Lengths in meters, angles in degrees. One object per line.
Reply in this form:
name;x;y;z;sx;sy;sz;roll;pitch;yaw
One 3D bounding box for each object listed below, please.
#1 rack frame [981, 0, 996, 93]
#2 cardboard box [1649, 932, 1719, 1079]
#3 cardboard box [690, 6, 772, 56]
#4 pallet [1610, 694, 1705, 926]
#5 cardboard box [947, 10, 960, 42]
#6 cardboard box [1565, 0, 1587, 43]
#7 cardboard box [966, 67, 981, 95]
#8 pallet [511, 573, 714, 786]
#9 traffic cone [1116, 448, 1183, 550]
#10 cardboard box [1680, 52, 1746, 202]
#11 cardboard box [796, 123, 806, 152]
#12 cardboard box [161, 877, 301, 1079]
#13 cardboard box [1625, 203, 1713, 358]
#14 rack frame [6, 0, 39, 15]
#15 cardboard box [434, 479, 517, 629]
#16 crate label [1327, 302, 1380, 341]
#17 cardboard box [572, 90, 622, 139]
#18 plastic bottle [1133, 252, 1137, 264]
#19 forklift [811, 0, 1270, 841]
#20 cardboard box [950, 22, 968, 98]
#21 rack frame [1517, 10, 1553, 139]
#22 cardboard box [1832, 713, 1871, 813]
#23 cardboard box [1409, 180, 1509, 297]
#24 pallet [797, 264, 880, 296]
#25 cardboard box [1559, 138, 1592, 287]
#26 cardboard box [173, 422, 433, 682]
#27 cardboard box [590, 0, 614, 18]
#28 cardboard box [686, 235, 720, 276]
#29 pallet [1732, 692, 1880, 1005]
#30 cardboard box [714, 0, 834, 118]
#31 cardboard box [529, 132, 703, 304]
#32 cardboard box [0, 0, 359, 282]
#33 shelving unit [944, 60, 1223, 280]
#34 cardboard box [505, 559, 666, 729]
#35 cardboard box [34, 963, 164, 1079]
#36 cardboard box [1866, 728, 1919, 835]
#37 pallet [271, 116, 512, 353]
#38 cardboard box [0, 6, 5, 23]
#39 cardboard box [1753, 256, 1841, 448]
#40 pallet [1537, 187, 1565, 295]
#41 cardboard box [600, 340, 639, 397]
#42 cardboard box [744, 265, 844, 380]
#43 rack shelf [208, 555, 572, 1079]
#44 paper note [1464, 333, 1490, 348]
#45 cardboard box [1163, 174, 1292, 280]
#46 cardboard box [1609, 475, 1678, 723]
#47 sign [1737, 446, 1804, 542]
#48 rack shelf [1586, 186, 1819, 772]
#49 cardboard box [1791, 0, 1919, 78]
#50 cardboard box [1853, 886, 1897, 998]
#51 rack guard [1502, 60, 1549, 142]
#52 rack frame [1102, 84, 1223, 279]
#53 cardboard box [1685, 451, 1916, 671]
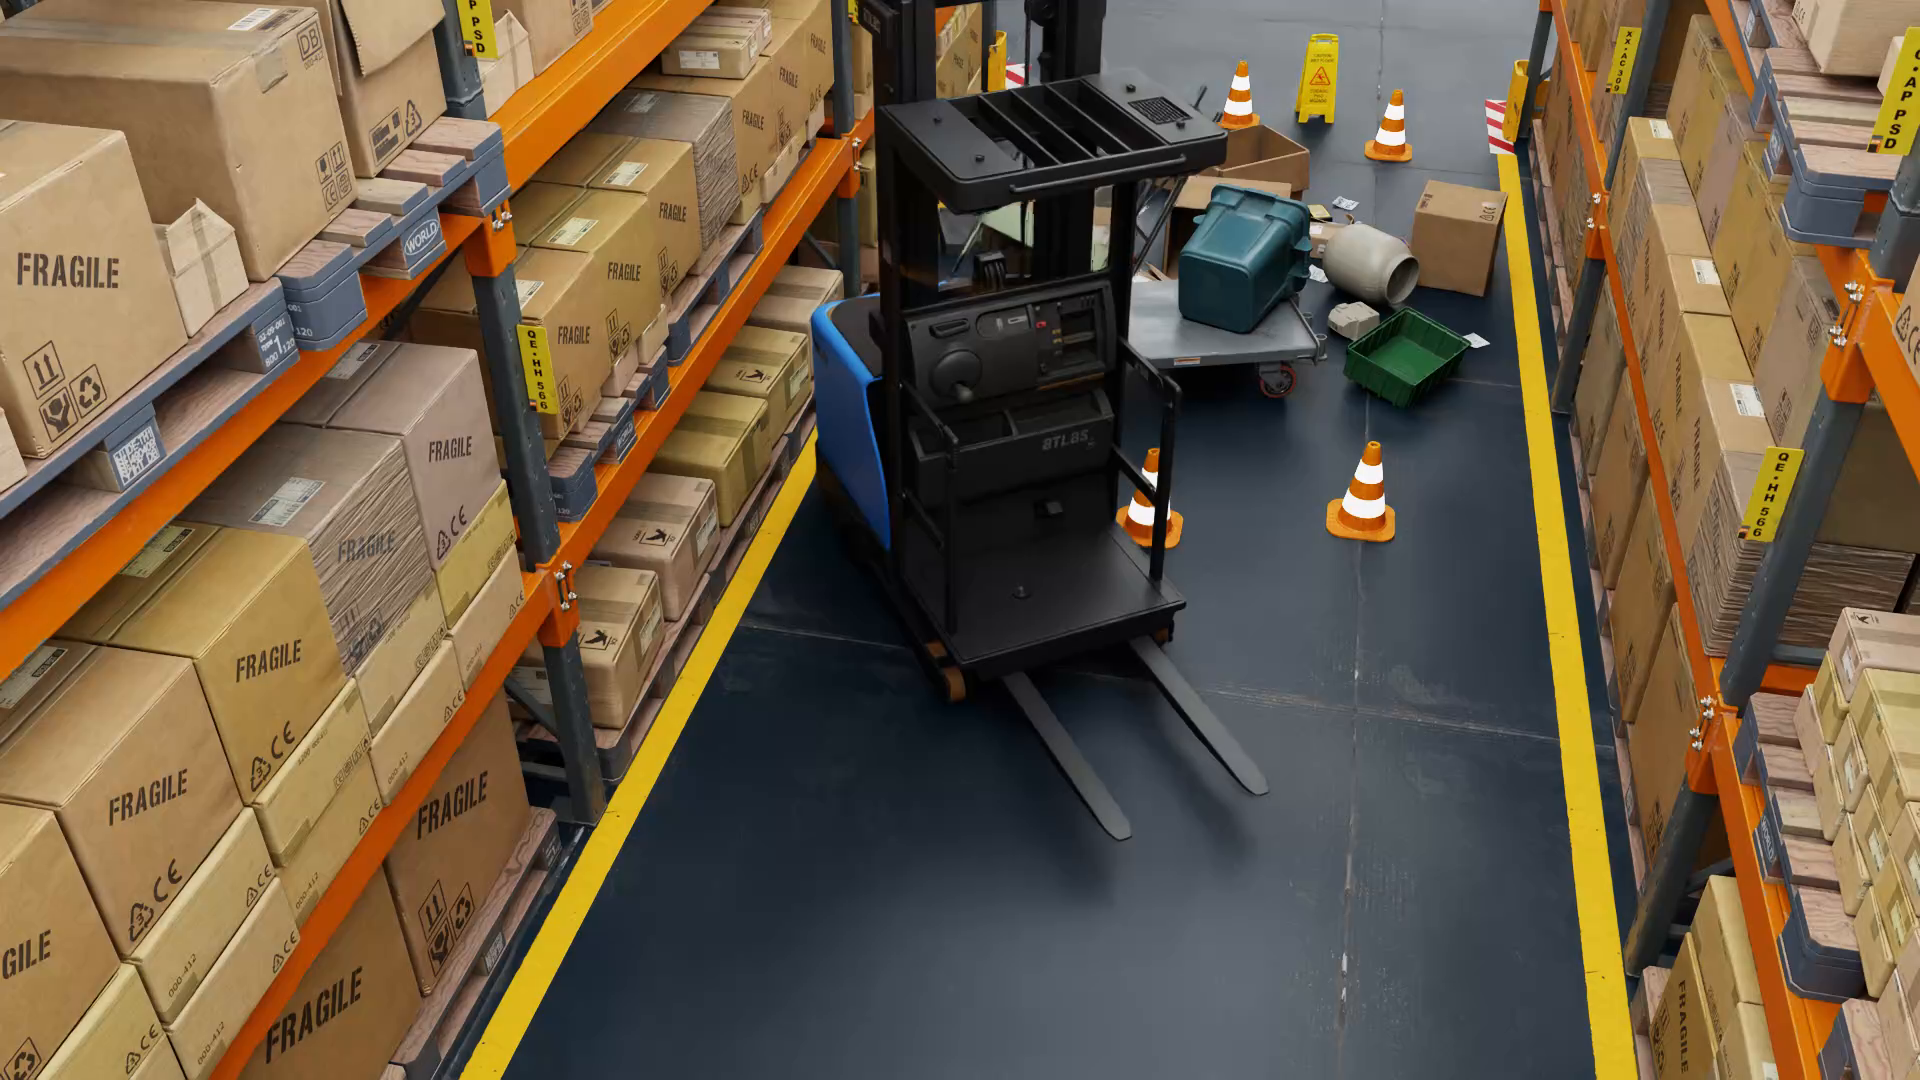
rack frame;-0.223;-4.744;12.240;1.000;3.000;0.127;7;37;10
cardboard box;2.525;1.621;5.230;0.500;0.500;0.500;6;36;8
cardboard box;-1.090;-2.355;7.694;0.380;0.149;0.250;6;36;9
pallet;3.167;1.091;6.564;1.003;0.211;1.213;7;37;10
cardboard box;-0.209;-3.513;11.334;0.380;0.149;0.250;8;37;11
cardboard box;4.261;-3.401;10.258;0.875;0.550;0.550;7;37;10
cardboard box;-0.138;-3.290;12.218;0.500;0.250;0.500;7;37;10
pallet;-1.764;0.524;7.348;1.003;0.211;1.213;7;37;10
traffic cone;0.940;-0.246;8.195;0.336;0.463;0.334;7;37;10
cardboard box;3.571;-1.753;7.176;0.700;0.500;0.500;7;36;9
cardboard box;-0.992;-2.041;8.366;0.380;0.149;0.250;6;36;9
cardboard box;-2.085;1.103;4.300;0.500;0.250;0.500;7;36;9
cardboard box;3.188;-1.085;7.106;0.500;0.500;0.500;7;37;10
rack frame;-5.928;-3.071;9.931;1.000;3.000;0.127;7;37;10
cardboard box;-1.787;0.010;5.382;0.500;0.250;0.500;7;37;10
crate label;2.357;-1.313;9.946;0.298;0.136;0.250;-17;39;-22
cardboard box;-1.783;-1.684;7.321;0.500;0.500;0.500;6;36;8
plastic bottle;1.030;-1.766;10.634;0.133;0.061;0.283;14;38;18
forklift;0.312;-0.760;6.801;1.130;2.935;3.031;-14;38;-19
cardboard box;-0.248;-3.313;11.611;0.500;0.500;0.500;9;37;12
rack frame;4.634;-4.182;11.463;1.000;3.000;0.127;7;37;10
cardboard box;2.570;0.624;4.436;0.380;0.149;0.250;9;37;12
cardboard box;3.109;-1.896;10.438;0.500;0.500;0.500;14;38;18
pallet;-0.969;-1.711;10.431;1.003;0.211;1.213;7;37;10
cardboard box;4.171;-2.067;9.999;0.875;0.875;0.875;8;37;10
cardboard box;-1.889;0.021;4.727;0.500;0.500;0.500;8;37;11
cardboard box;-1.634;-2.292;6.212;0.797;0.503;0.637;7;37;10
cardboard box;-1.289;-1.310;7.357;0.380;0.149;0.250;8;37;11
pallet;2.877;0.904;4.610;1.213;0.211;1.003;7;37;10
cardboard box;-0.952;-2.488;8.431;0.500;0.500;0.500;7;36;9
cardboard box;-1.399;-1.323;6.822;0.500;0.500;0.500;8;37;11
cardboard box;-1.958;-0.991;4.063;0.700;0.500;0.500;6;36;8
shelving unit;0.612;-1.719;8.507;0.755;1.500;0.431;30;4;22
cardboard box;-1.802;0.414;7.005;0.950;0.372;0.625;5;36;7
cardboard box;-2.199;1.189;3.756;0.500;0.250;0.500;8;37;11
cardboard box;2.526;0.631;4.173;0.380;0.149;0.250;7;37;10
pallet;-2.018;-0.920;4.568;1.213;0.211;1.003;9;37;12
cardboard box;-5.783;-2.899;9.396;0.500;0.250;0.500;7;36;9
cardboard box;3.138;-0.587;5.566;0.700;0.500;0.500;7;36;9
pallet;4.277;-1.887;10.674;1.003;0.211;1.213;7;37;10
cardboard box;-1.484;-0.698;6.513;0.380;0.149;0.250;5;36;7
cardboard box;-1.187;-1.256;9.308;0.950;0.372;0.625;8;37;11
rack shelf;-2.359;1.280;4.541;1.077;0.370;4.000;7;37;10
paper note;3.039;-1.185;9.859;0.147;0.020;0.142;-17;39;-22
cardboard box;1.683;-1.927;10.364;0.797;0.637;0.503;7;37;10
cardboard box;3.327;0.306;6.831;1.050;0.750;0.750;8;37;11
sign;2.382;-0.132;4.889;0.100;0.325;0.005;7;37;10
rack shelf;3.352;-0.450;6.929;1.077;0.370;4.000;7;37;10
cardboard box;2.855;-1.621;5.007;0.500;0.311;0.500;7;37;10
cardboard box;2.462;1.031;4.127;0.380;0.149;0.250;9;37;12
rack guard;4.639;-3.183;12.216;1.175;0.500;0.348;7;37;10
rack frame;0.905;-1.547;8.371;0.023;1.500;0.400;30;4;22
cardboard box;2.759;0.072;5.509;0.500;0.500;0.500;7;37;10
